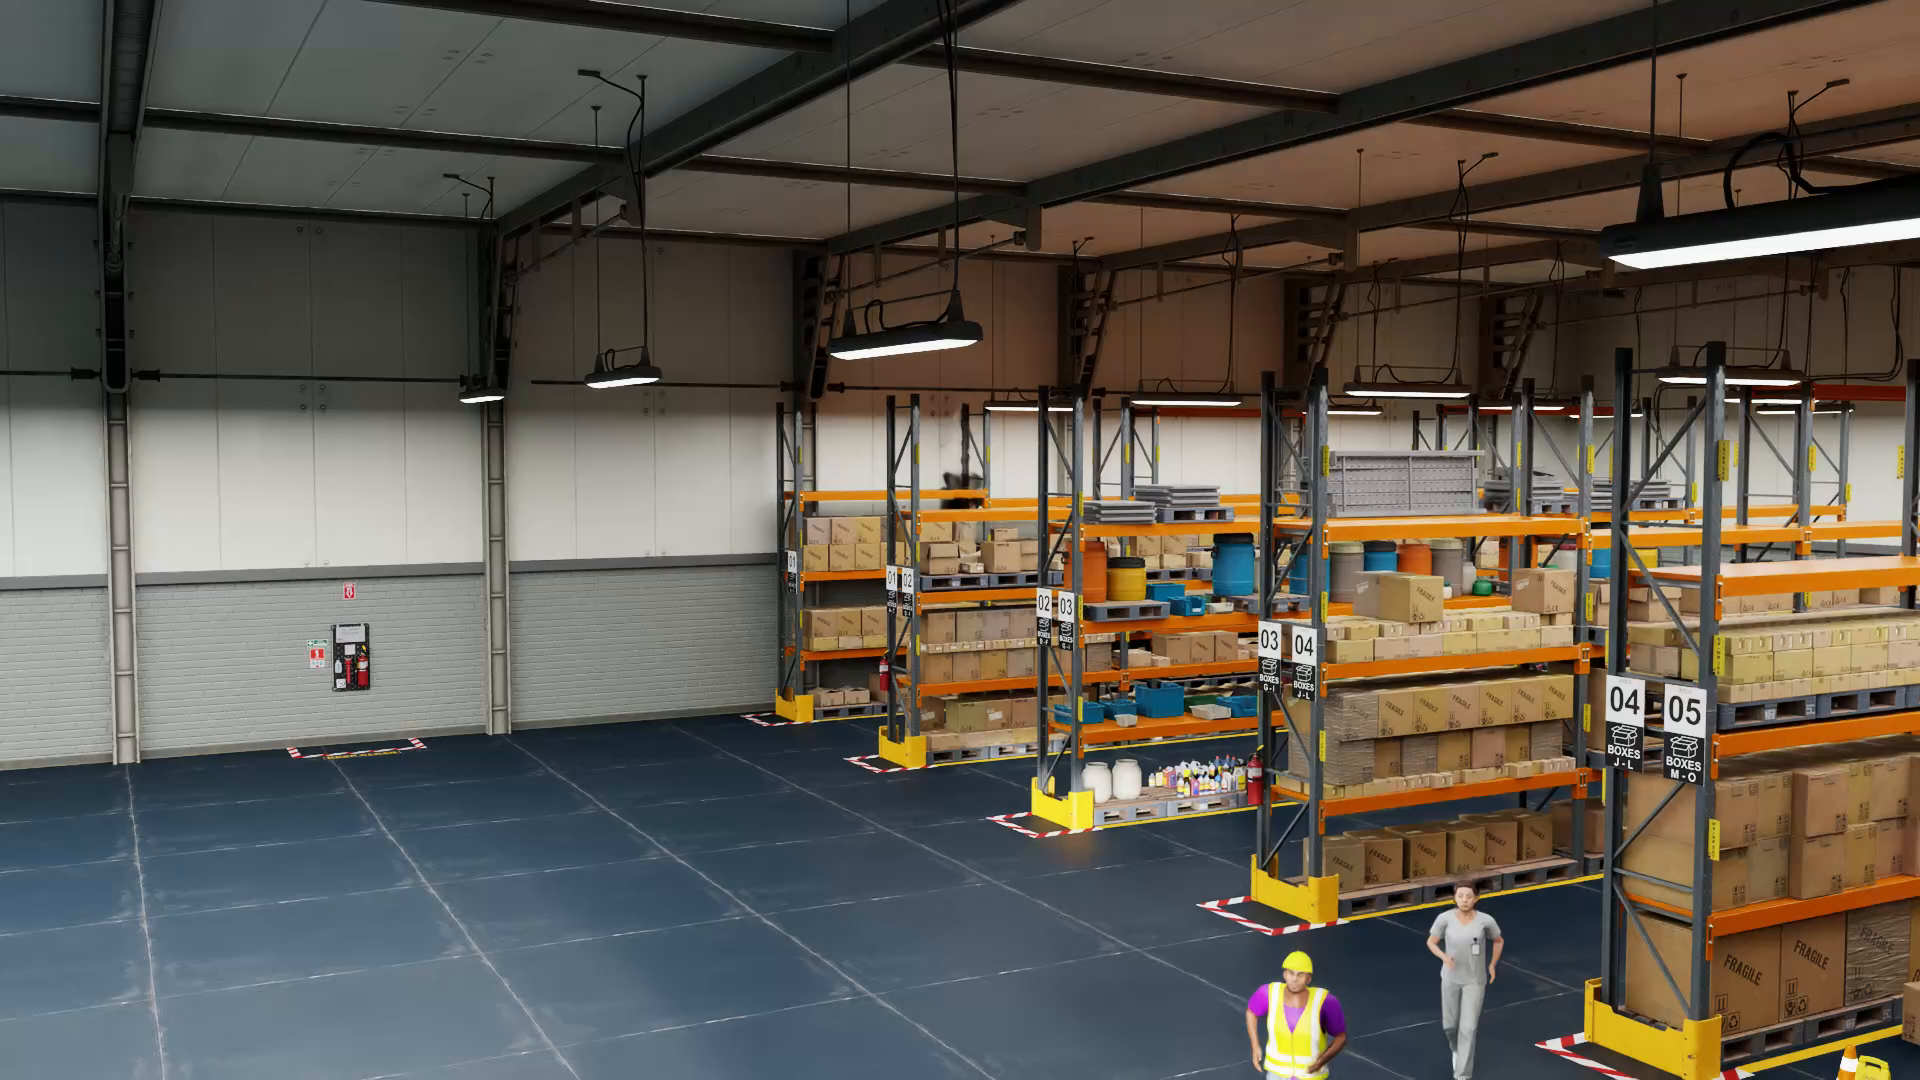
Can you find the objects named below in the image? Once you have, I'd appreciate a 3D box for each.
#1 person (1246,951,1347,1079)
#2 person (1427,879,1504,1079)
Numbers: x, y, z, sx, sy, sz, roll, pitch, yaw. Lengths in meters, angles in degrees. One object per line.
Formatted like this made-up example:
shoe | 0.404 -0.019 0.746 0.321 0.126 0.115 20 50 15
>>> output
person | 2.280 3.654 11.372 0.703 1.718 0.580 1 3 16
person | 4.064 3.559 13.413 0.585 1.660 0.839 1 4 23
